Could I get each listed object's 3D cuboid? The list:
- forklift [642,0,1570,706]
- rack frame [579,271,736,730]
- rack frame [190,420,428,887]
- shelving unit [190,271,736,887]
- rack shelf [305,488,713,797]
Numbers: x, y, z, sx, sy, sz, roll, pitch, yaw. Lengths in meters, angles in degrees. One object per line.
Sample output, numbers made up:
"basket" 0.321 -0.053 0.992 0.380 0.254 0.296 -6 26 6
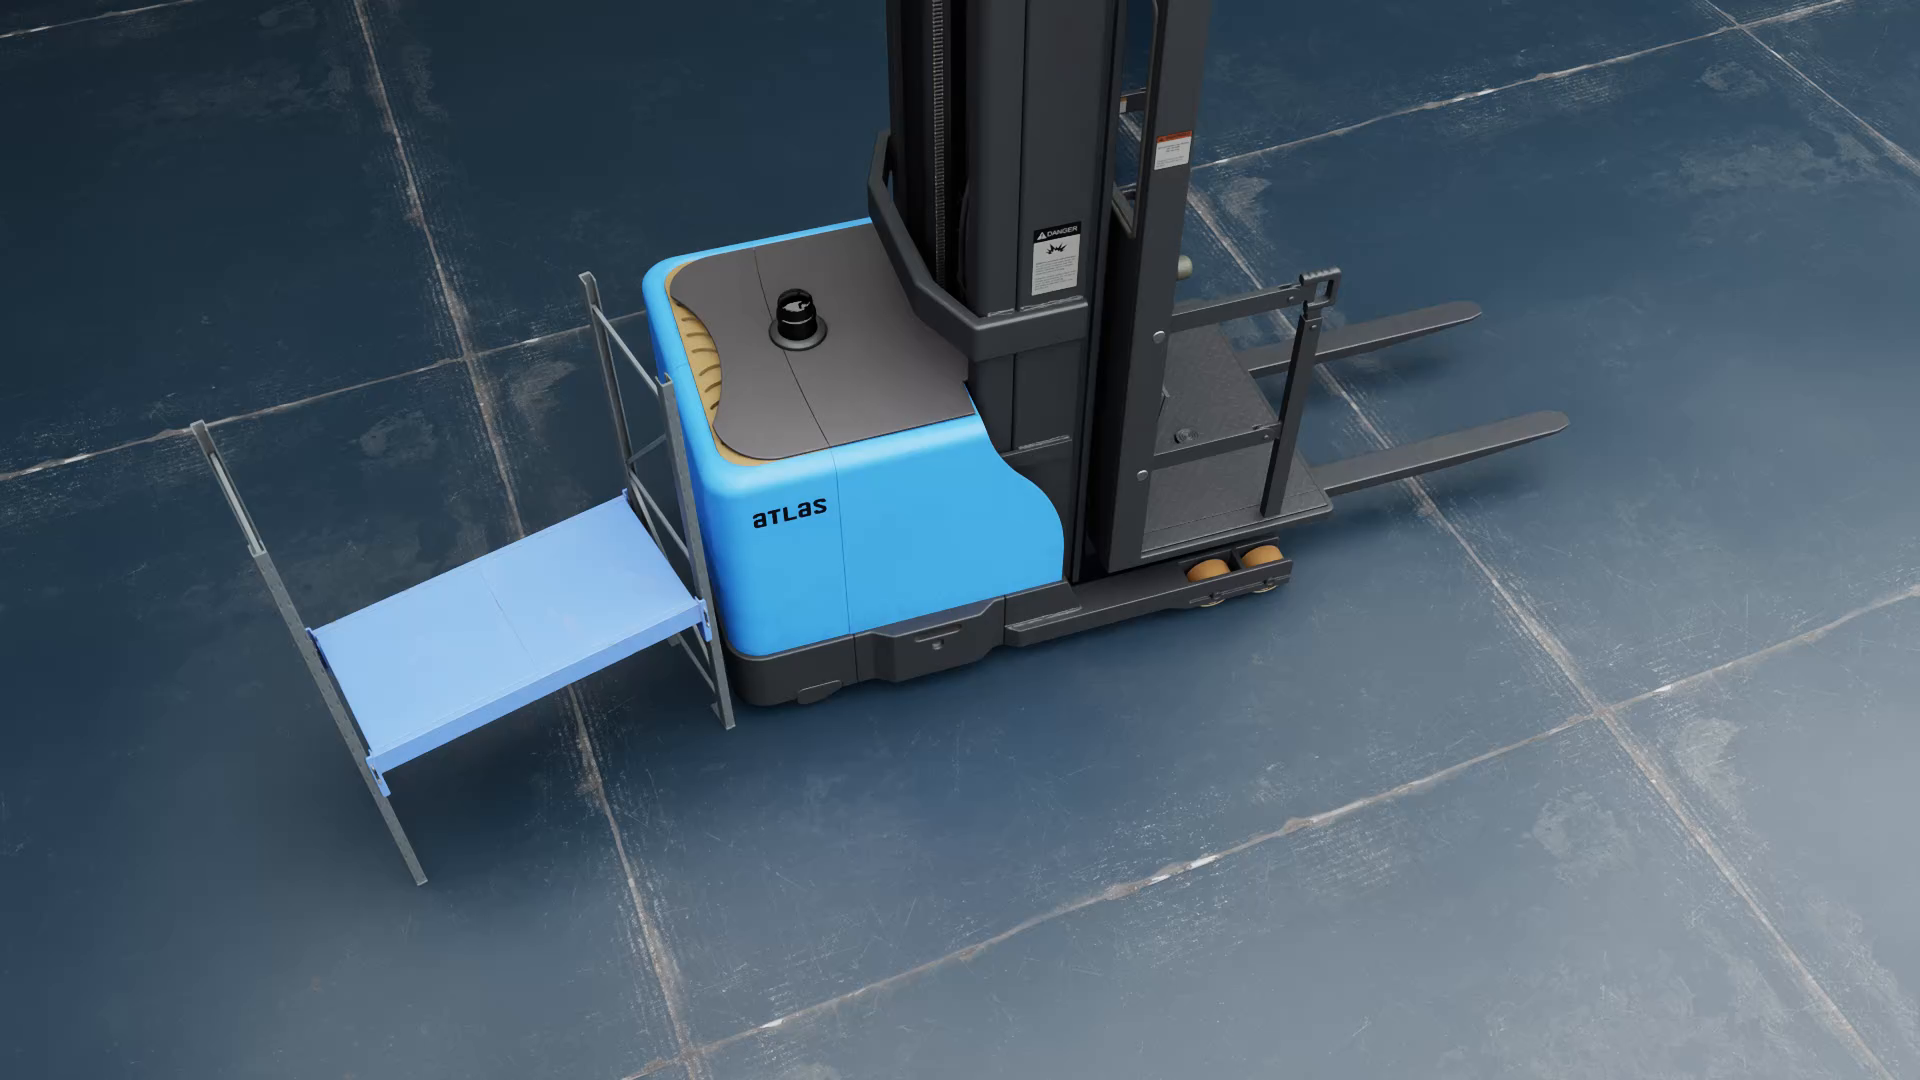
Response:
"forklift" 0.592 -1.102 4.764 3.031 2.935 1.130 -14 51 -12
"rack frame" -0.856 -0.054 4.808 0.032 1.500 0.500 -26 54 -21
"rack frame" -1.711 0.362 4.450 0.032 1.500 0.500 -26 54 -21
"shelving unit" -1.284 0.154 4.629 1.048 1.500 0.538 -26 54 -21
"rack shelf" -1.284 0.271 4.766 1.000 0.185 0.538 -26 54 -21
